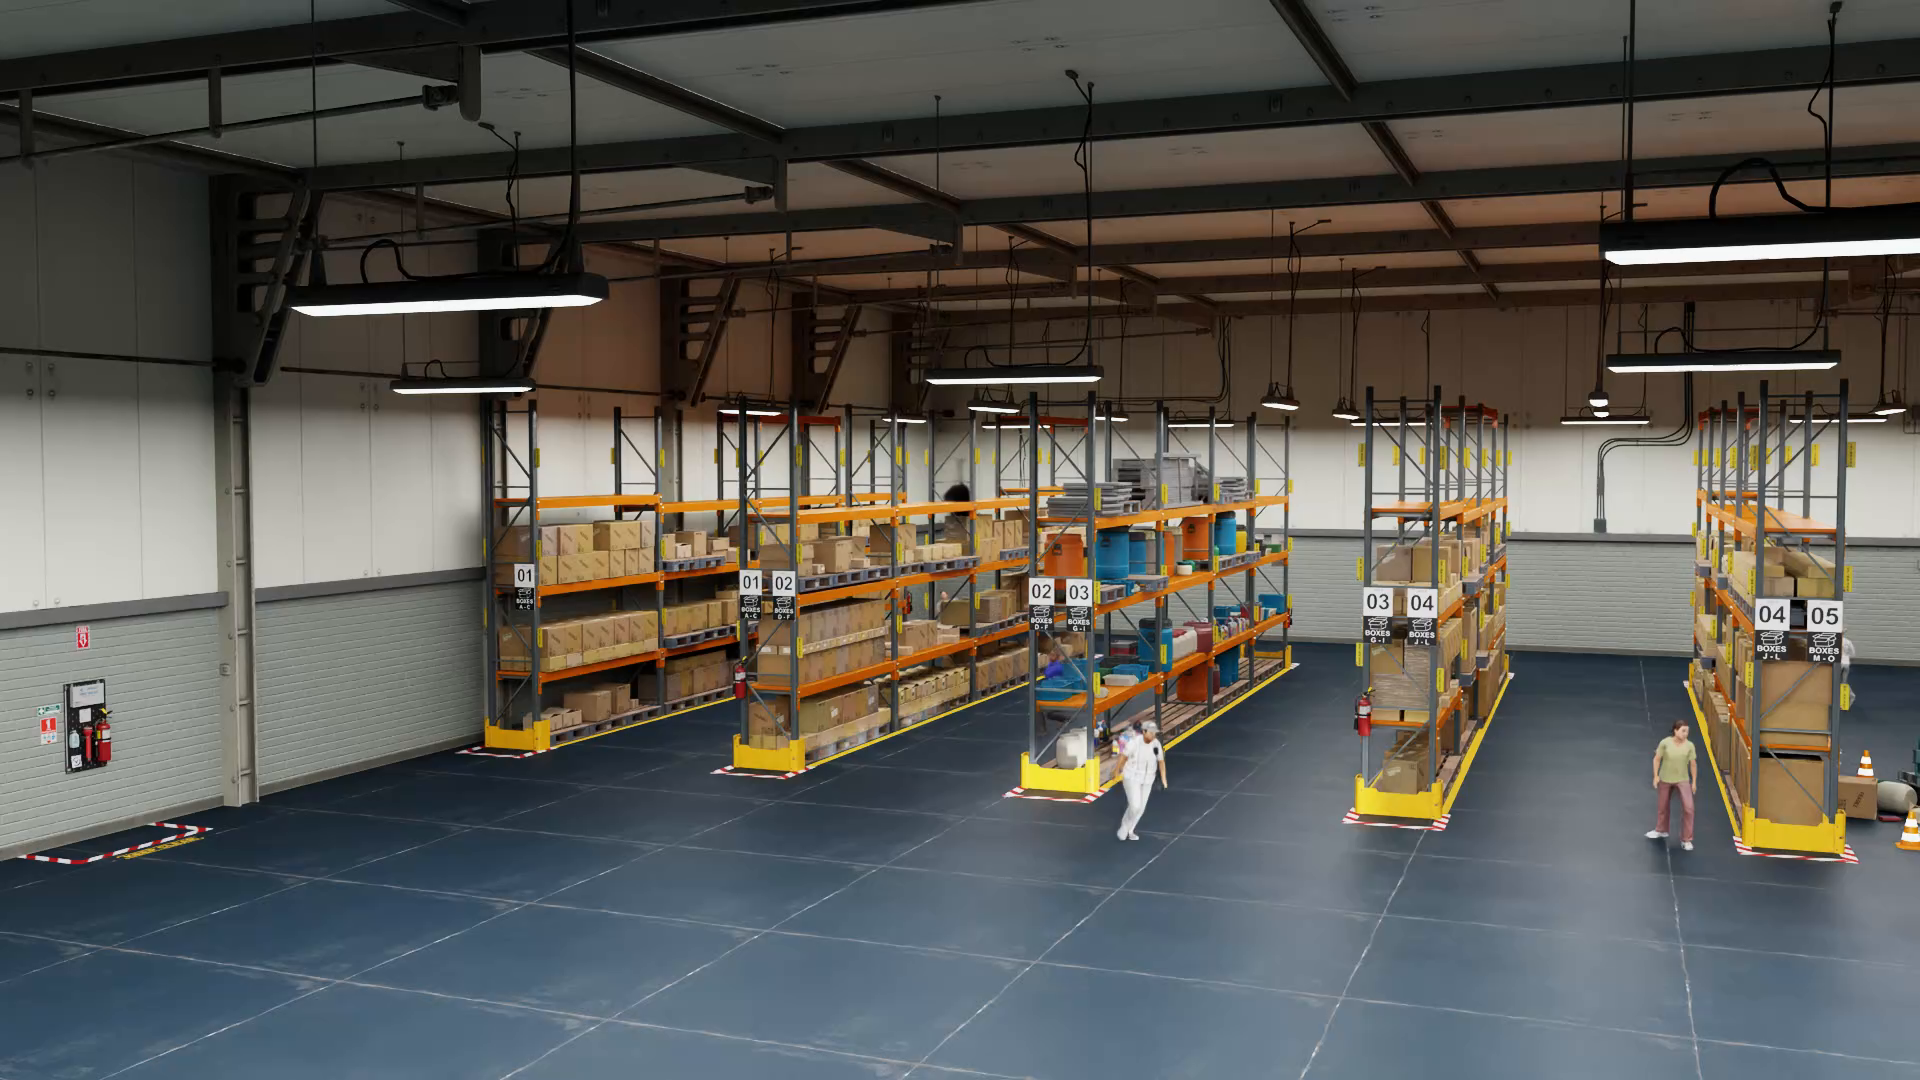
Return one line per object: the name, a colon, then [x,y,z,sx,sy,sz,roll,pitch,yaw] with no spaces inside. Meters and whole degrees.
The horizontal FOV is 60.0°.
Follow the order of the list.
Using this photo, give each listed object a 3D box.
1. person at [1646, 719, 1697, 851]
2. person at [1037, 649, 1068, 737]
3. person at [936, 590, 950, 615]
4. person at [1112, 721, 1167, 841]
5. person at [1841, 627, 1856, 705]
person: [9.219,3.128,21.545,0.594,1.662,0.631,1,3,24]
person: [1.693,2.738,29.797,0.673,1.599,0.624,-2,3,-34]
person: [-0.302,2.080,42.724,0.654,1.597,0.635,0,3,-3]
person: [2.354,3.131,21.631,0.597,1.609,0.693,-1,3,-21]
person: [17.747,2.546,33.455,0.608,1.641,0.717,0,3,1]
